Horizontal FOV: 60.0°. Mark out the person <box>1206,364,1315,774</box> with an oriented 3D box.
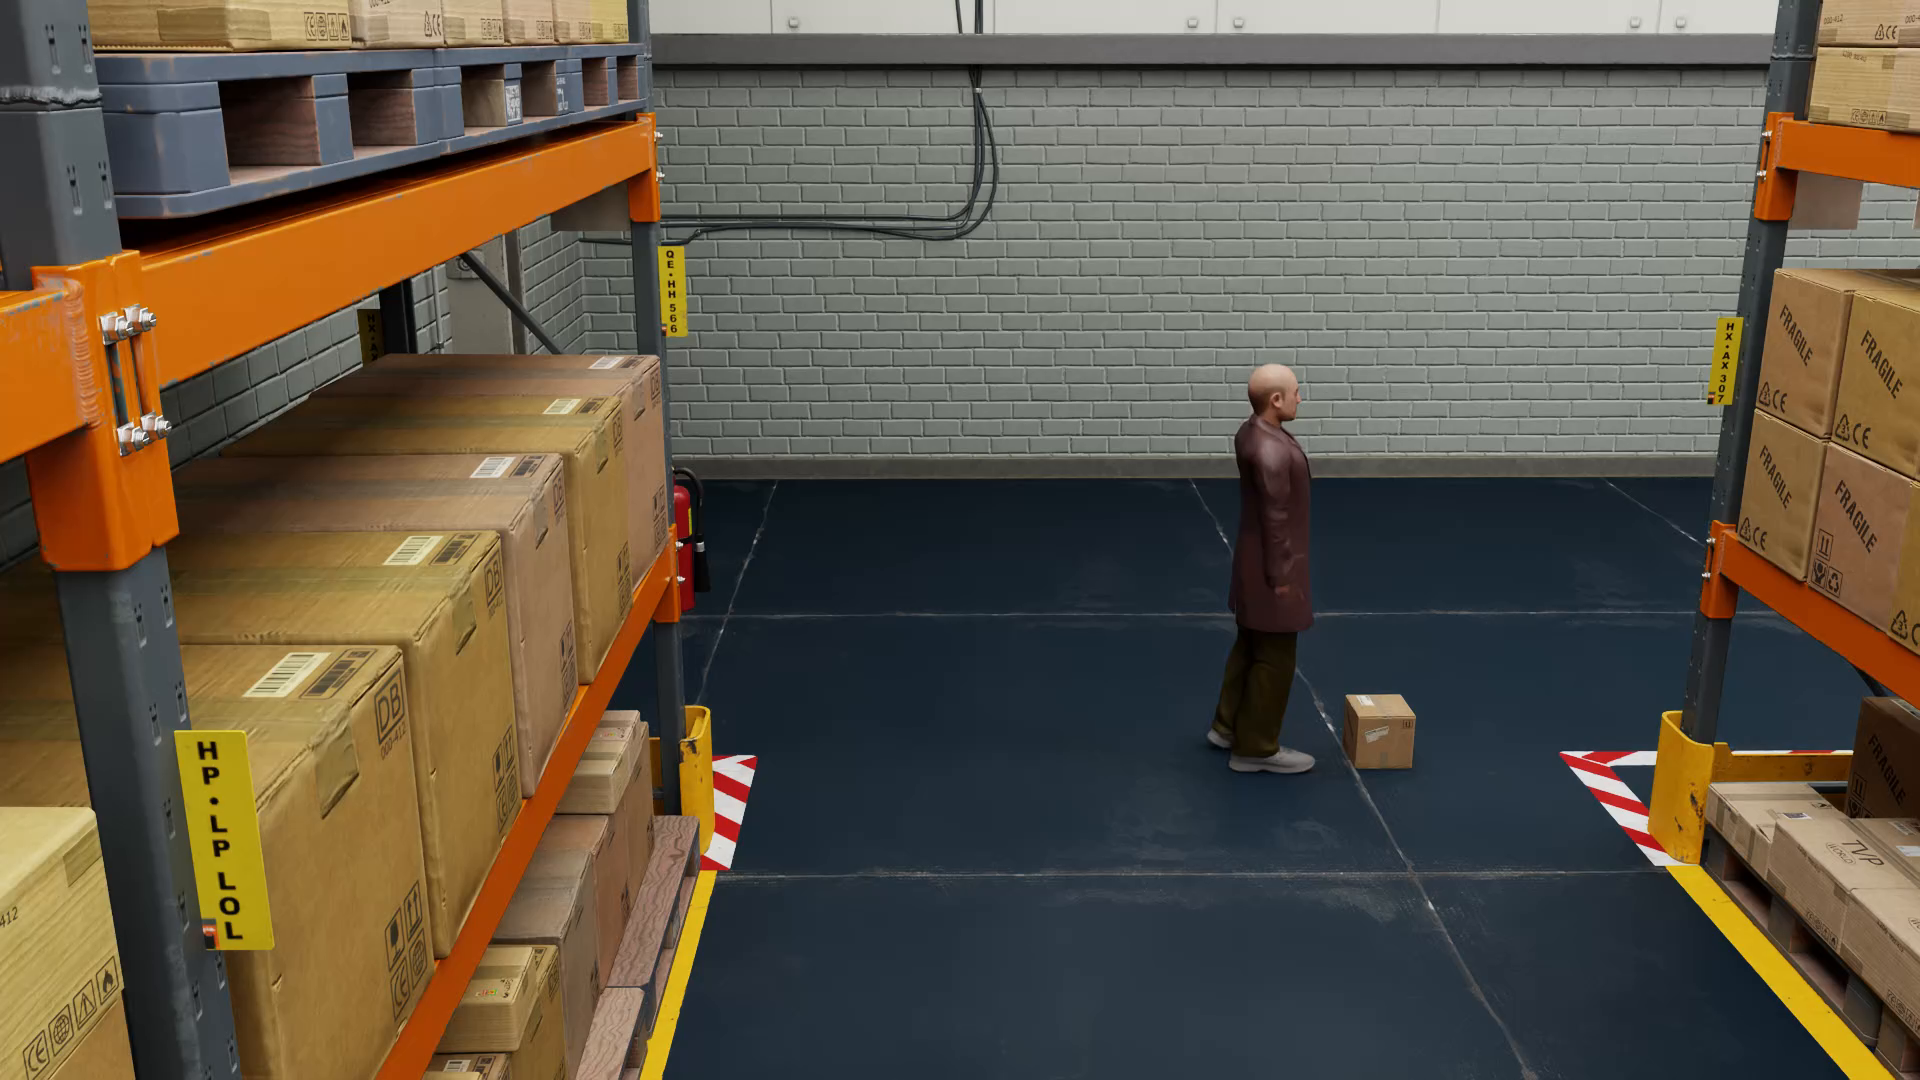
[{"bbox_3d":[1.334,0.148,7.182,0.443,1.835,0.564,0,17,0],"label":"person"}]
